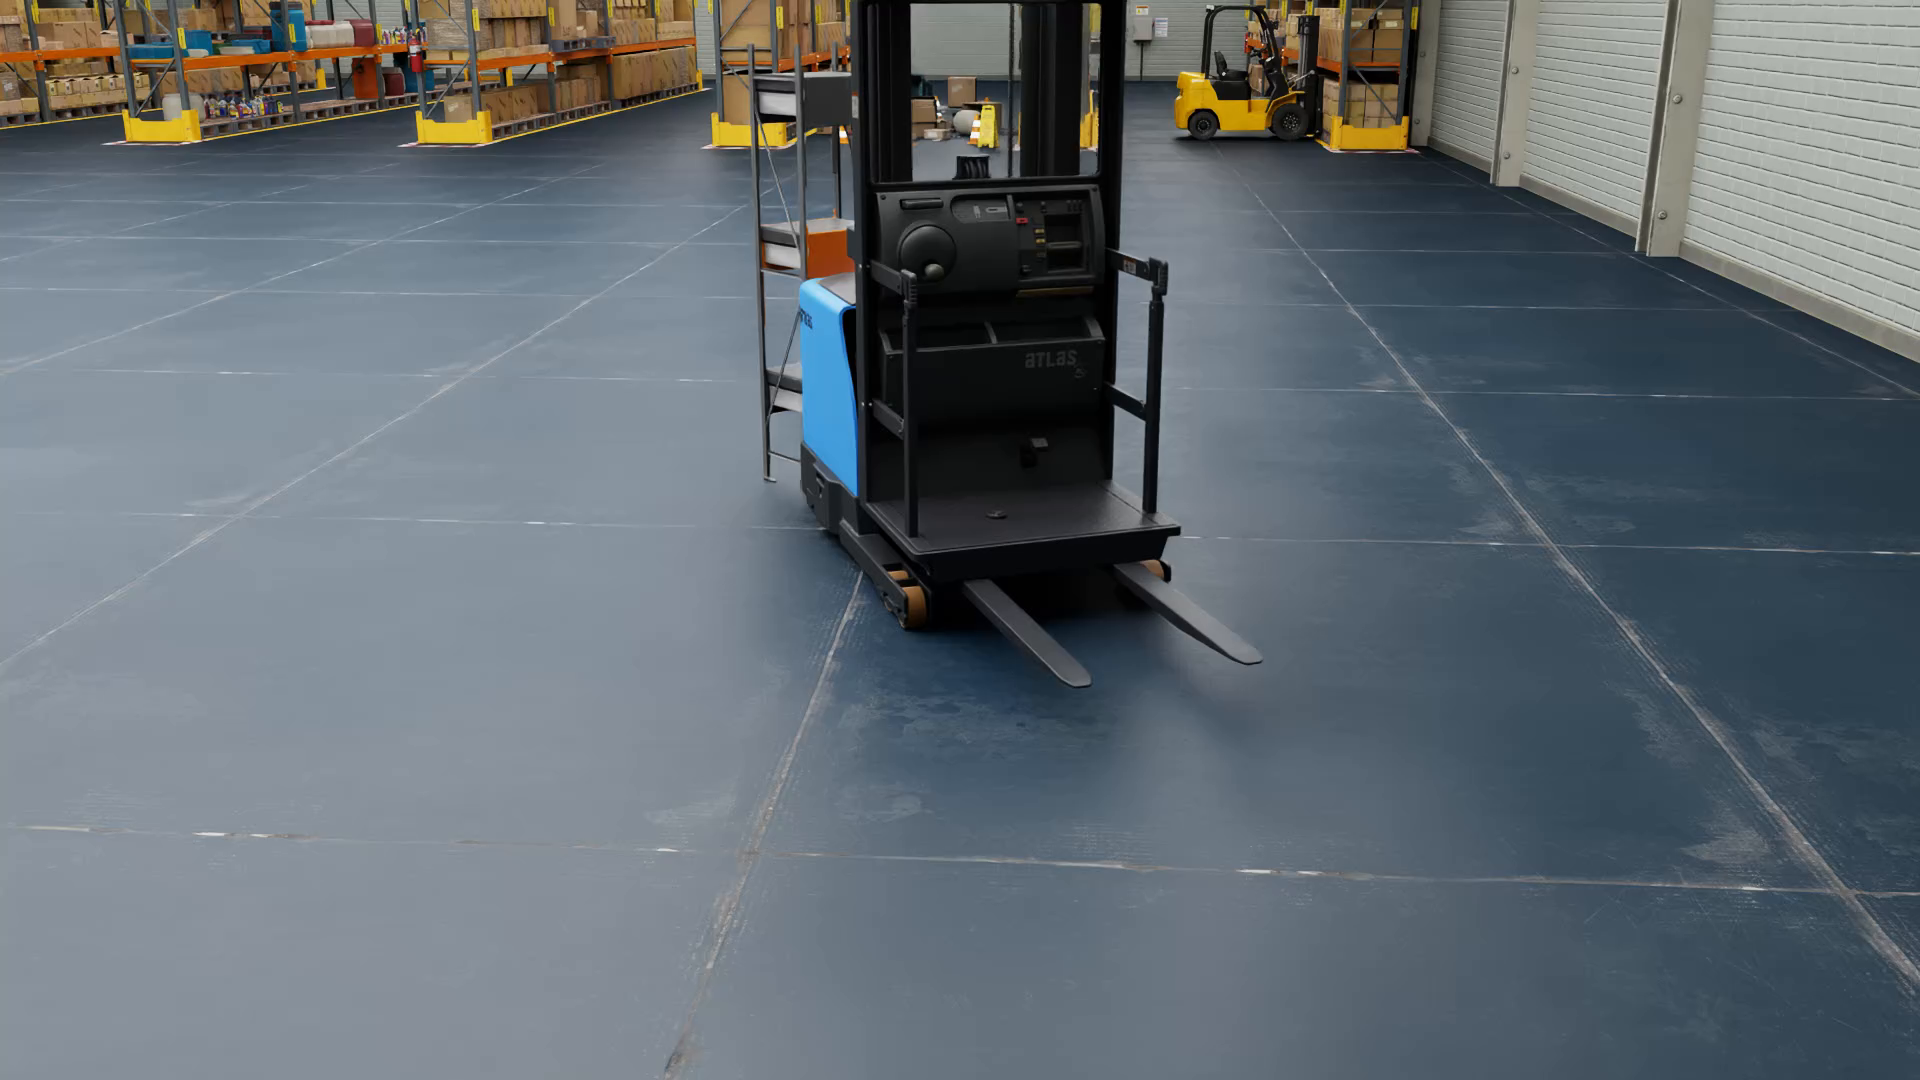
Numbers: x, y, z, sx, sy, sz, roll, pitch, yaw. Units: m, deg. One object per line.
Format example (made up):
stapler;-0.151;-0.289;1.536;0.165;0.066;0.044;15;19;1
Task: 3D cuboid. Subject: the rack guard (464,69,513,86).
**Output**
rack guard;-12.155;-11.885;42.892;1.175;0.500;0.348;1;18;4

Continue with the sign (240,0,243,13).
sign;-16.817;-12.474;38.814;0.100;0.325;0.005;1;18;4

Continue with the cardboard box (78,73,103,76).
cardboard box;-18.017;-9.532;34.538;0.500;0.311;0.500;1;18;3

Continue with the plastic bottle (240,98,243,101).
plastic bottle;-13.354;-8.064;30.873;0.061;0.283;0.133;1;18;4

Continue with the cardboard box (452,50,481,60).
cardboard box;-8.092;-7.949;27.270;0.380;0.149;0.250;1;18;4

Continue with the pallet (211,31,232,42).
pallet;-17.537;-11.598;38.309;1.003;0.211;1.213;1;18;4

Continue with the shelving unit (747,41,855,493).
shelving unit;-0.666;-1.312;8.055;0.503;2.100;0.431;-15;24;-39

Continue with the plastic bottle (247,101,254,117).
plastic bottle;-12.803;-7.765;29.979;0.097;0.271;0.097;0;18;0

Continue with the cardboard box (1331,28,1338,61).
cardboard box;6.305;-8.022;26.927;0.500;0.500;0.500;2;18;6

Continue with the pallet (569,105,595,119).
pallet;-7.924;-8.525;33.100;1.003;0.211;1.213;1;18;4

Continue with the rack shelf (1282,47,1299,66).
rack shelf;6.915;-9.176;31.766;1.077;0.370;4.000;1;18;4

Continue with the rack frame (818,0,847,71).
rack frame;-2.837;-10.328;34.126;1.000;3.000;0.127;1;18;4

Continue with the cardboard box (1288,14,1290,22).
cardboard box;6.742;-10.403;33.151;0.380;0.149;0.250;2;18;6

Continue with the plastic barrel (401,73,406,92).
plastic barrel;-12.667;-10.279;37.295;0.421;0.512;0.421;0;18;0

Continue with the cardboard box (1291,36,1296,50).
cardboard box;6.712;-9.619;32.204;0.500;0.250;0.500;1;18;2

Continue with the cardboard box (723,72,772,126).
cardboard box;-3.428;-7.245;27.456;0.875;0.875;0.875;1;18;4

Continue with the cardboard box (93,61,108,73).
cardboard box;-22.011;-11.923;42.334;0.700;0.500;0.500;1;18;4

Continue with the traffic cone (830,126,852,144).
traffic cone;-1.956;-6.771;27.344;0.336;0.463;0.334;1;18;4

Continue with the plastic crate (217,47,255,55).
plastic crate;-12.868;-8.703;29.590;0.530;0.136;0.437;1;18;4

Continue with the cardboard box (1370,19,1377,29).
cardboard box;6.723;-8.188;26.392;0.380;0.149;0.250;1;18;4

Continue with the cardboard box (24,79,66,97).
cardboard box;-17.666;-8.732;32.096;0.500;0.311;0.500;1;18;4

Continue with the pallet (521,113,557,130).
pallet;-8.076;-7.693;30.563;1.003;0.211;1.213;1;18;4

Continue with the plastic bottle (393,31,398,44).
plastic bottle;-12.259;-10.908;36.084;0.061;0.283;0.133;1;18;4

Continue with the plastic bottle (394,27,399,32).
plastic bottle;-12.410;-11.126;36.641;0.144;0.351;0.185;1;18;4

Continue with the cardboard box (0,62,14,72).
cardboard box;-22.290;-10.741;38.165;0.750;0.750;0.750;2;18;6

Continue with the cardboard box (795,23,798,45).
cardboard box;-3.249;-8.539;28.424;0.875;0.550;0.500;1;18;4

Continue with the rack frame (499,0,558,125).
rack frame;-8.064;-9.228;30.768;1.000;3.000;0.127;1;18;4

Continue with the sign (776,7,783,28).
sign;-2.857;-8.278;26.352;0.100;0.325;0.005;1;18;4

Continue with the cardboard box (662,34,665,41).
cardboard box;-7.118;-11.759;38.896;0.380;0.149;0.250;1;18;2

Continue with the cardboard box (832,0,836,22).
cardboard box;-2.879;-10.712;33.529;0.700;0.500;0.500;1;18;4

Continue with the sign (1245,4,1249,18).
sign;7.091;-13.047;41.034;0.100;0.325;0.005;1;18;4

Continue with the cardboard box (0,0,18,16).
cardboard box;-17.970;-9.976;30.808;0.700;0.500;0.500;1;18;4

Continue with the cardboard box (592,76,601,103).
cardboard box;-7.805;-9.283;34.244;0.700;0.500;0.500;0;18;1

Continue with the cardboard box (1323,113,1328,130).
cardboard box;6.249;-6.855;27.267;0.500;0.250;0.500;1;18;4

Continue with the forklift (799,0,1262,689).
forklift;0.199;-1.194;6.359;1.130;2.935;3.031;-6;19;-18

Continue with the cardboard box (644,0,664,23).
cardboard box;-7.201;-12.282;38.647;0.500;0.500;0.500;1;18;4

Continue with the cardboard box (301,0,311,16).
cardboard box;-16.842;-13.555;42.208;0.500;0.500;0.500;1;18;3

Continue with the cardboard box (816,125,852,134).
cardboard box;-2.211;-7.394;29.182;0.500;0.500;0.500;4;19;13

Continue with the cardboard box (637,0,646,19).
cardboard box;-7.528;-12.038;37.573;0.797;0.503;0.637;1;18;2

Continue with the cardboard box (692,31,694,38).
cardboard box;-6.900;-12.718;41.821;0.380;0.149;0.250;2;18;5

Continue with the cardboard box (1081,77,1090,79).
cardboard box;1.976;-7.750;28.794;0.500;0.500;0.500;2;18;7

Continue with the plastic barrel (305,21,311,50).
plastic barrel;-12.716;-9.695;31.976;0.433;0.535;0.433;0;18;0

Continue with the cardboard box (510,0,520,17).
cardboard box;-7.932;-9.280;28.683;0.500;0.500;0.500;1;18;4

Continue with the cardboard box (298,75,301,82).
cardboard box;-16.996;-11.742;42.283;0.380;0.166;0.250;1;18;4

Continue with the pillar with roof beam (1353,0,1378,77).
pillar with roof beam;3.570;-12.661;31.611;9.100;9.000;0.400;1;18;4

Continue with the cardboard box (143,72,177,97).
cardboard box;-17.340;-9.849;35.970;0.500;0.500;0.500;2;18;6

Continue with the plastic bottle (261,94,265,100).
plastic bottle;-12.906;-8.085;30.829;0.144;0.351;0.185;1;18;4

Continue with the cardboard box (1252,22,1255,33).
cardboard box;7.262;-12.245;39.739;0.500;0.250;0.500;1;18;3

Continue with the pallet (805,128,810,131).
pallet;-3.256;-7.526;30.053;1.003;0.211;1.213;1;18;4
